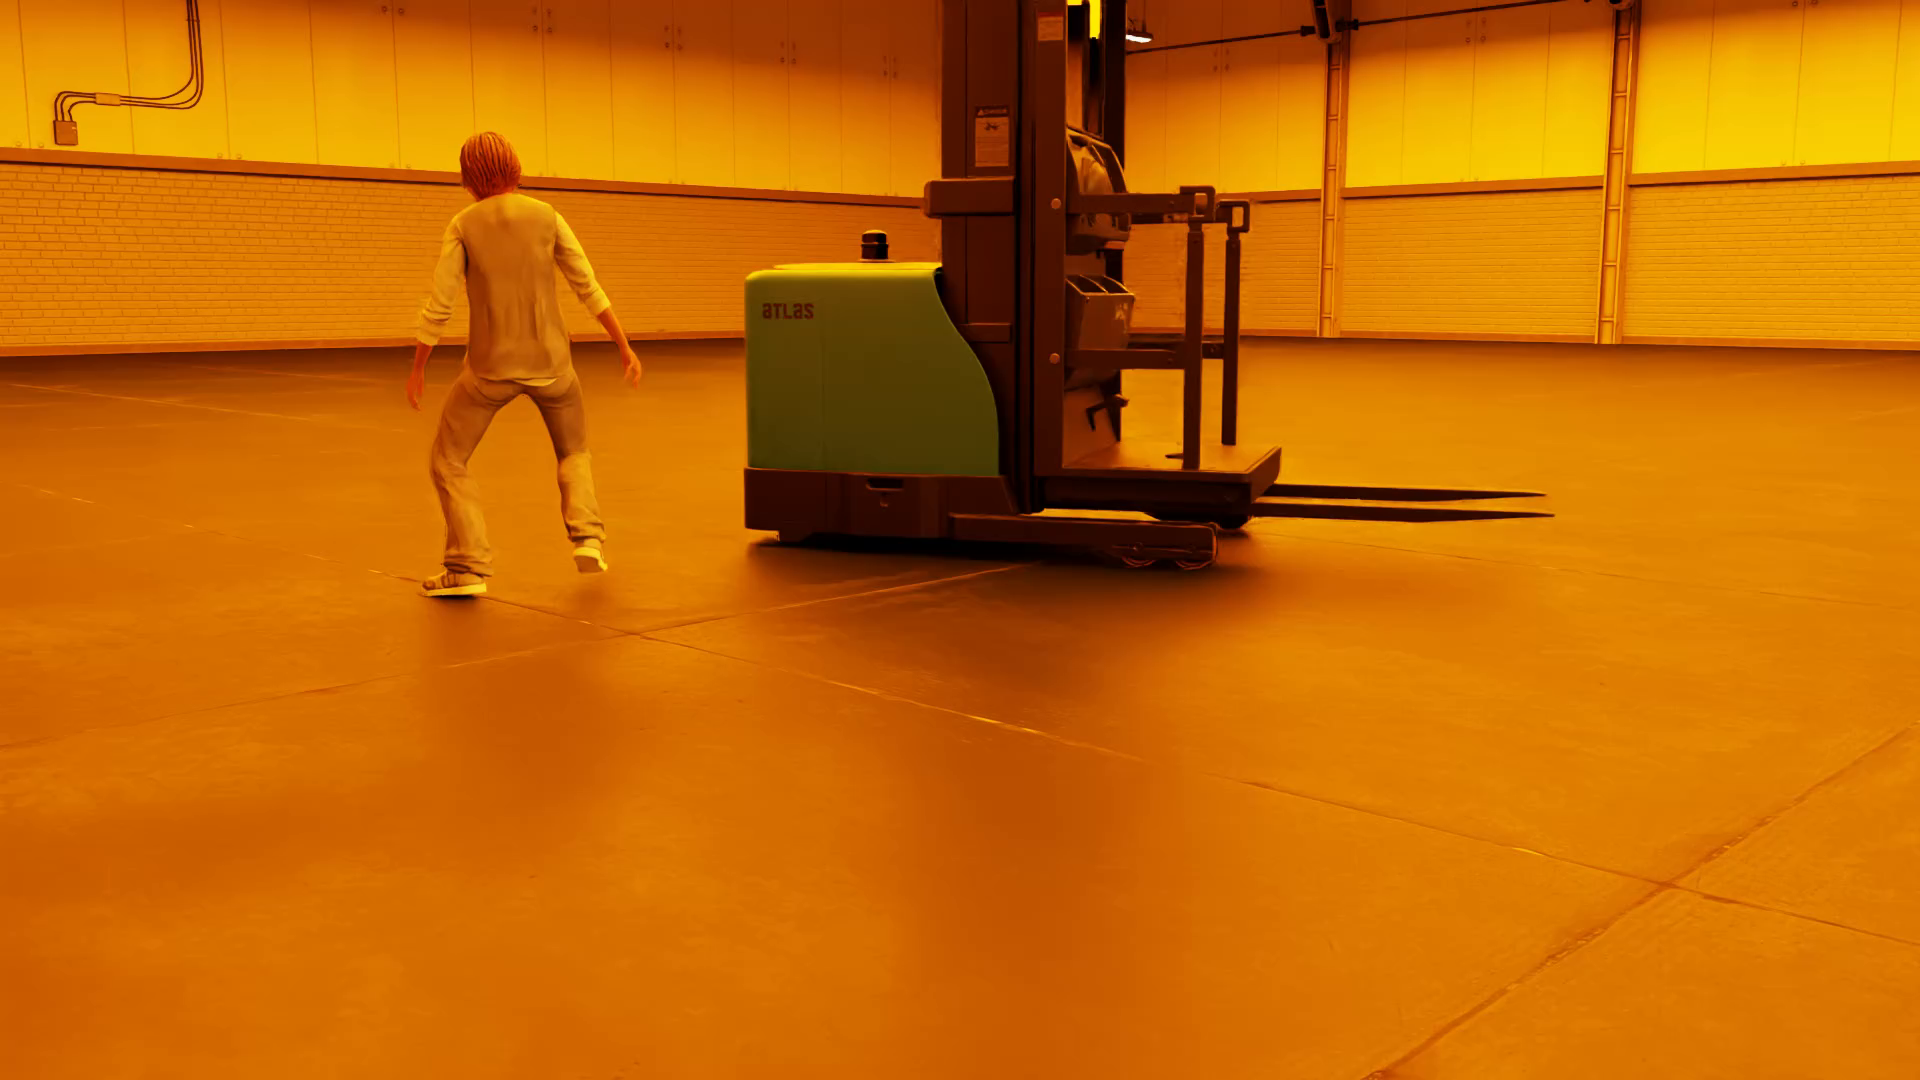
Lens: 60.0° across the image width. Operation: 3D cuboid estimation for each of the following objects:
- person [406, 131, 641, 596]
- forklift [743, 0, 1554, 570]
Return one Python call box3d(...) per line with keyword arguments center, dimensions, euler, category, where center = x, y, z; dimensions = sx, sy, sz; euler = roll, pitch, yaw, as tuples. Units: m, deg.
box3d(center=(-1.448, -0.579, 5.532), dimensions=(0.751, 1.513, 0.449), euler=(-3, 9, -20), category="person")
box3d(center=(0.722, -1.430, 6.370), dimensions=(3.031, 2.935, 1.130), euler=(3, 9, 17), category="forklift")
